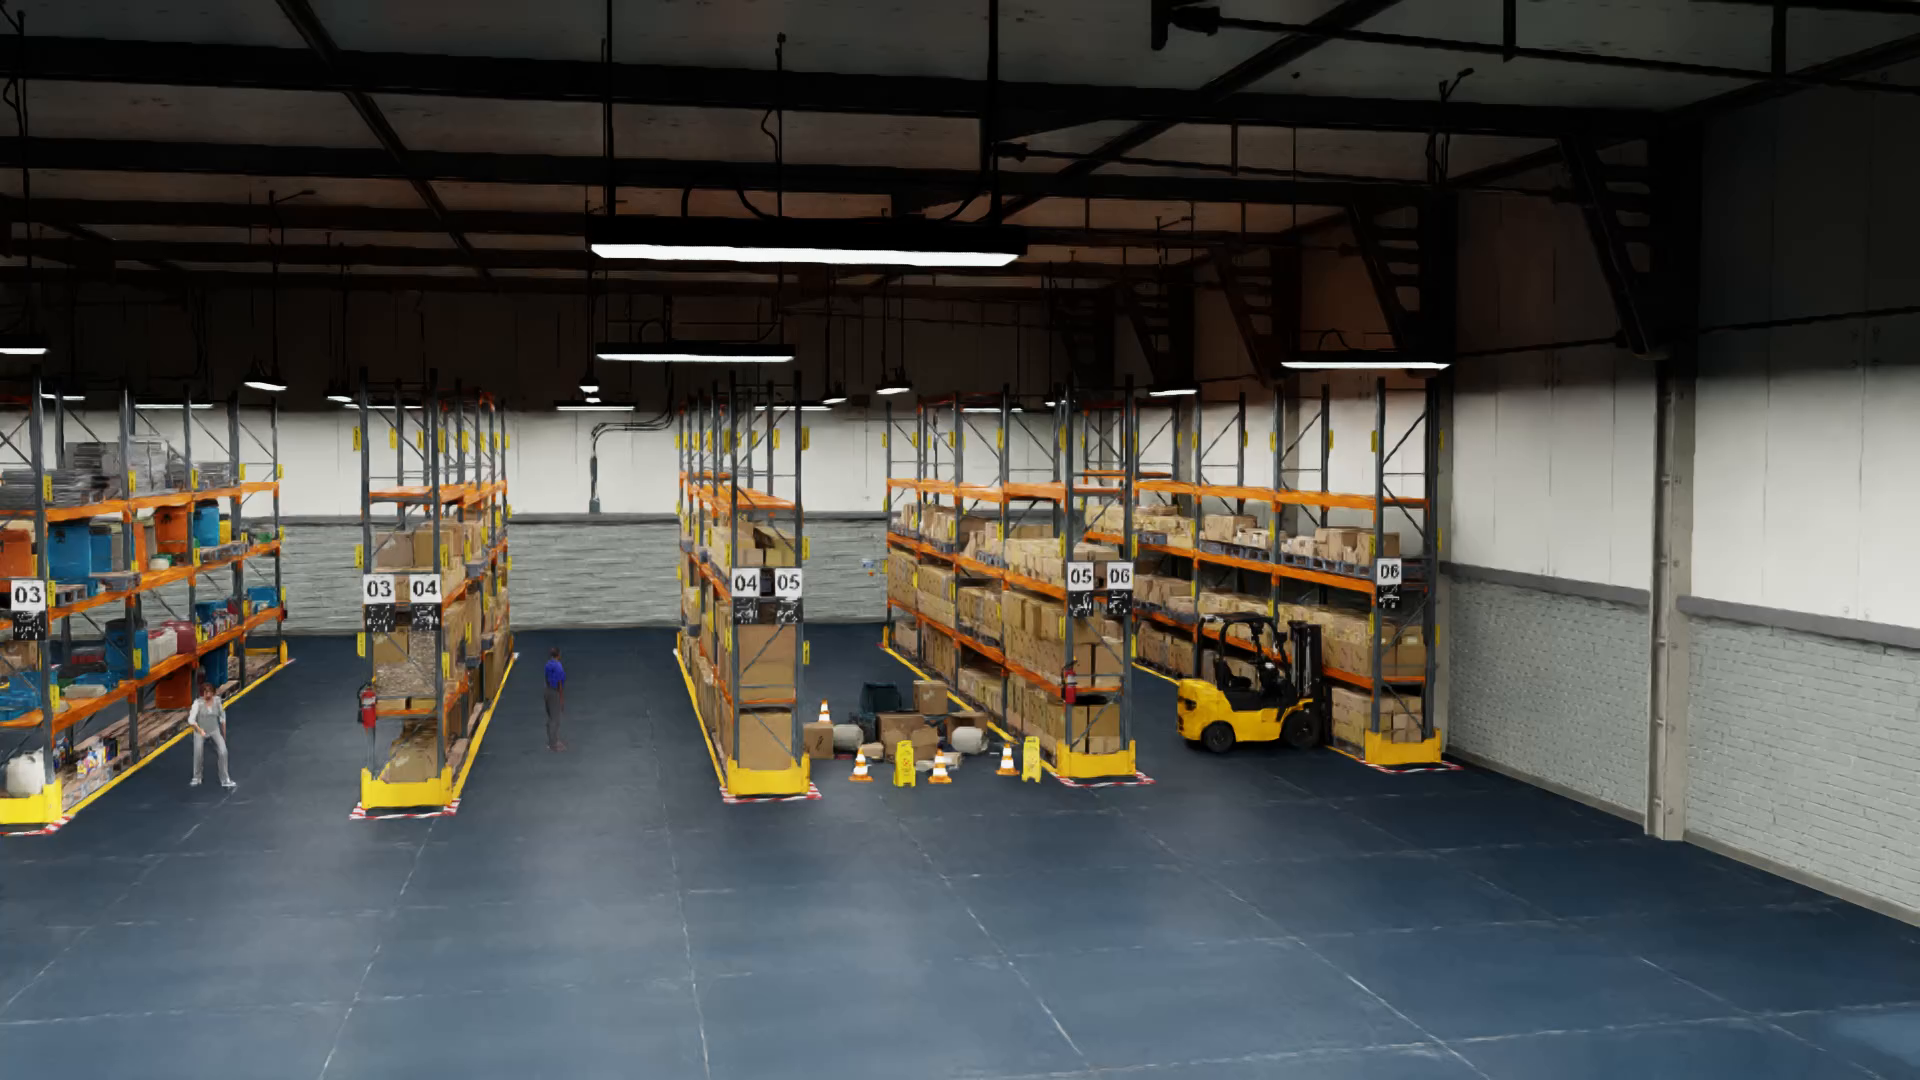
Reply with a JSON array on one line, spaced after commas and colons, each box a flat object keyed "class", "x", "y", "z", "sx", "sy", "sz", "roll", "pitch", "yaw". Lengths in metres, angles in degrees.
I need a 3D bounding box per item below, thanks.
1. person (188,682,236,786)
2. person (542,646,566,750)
[{"class": "person", "x": -10.852, "y": 2.801, "z": 24.028, "sx": 0.572, "sy": 1.524, "sz": 0.755, "roll": -2, "pitch": 4, "yaw": -33}, {"class": "person", "x": -6.554, "y": 2.550, "z": 27.033, "sx": 0.440, "sy": 1.666, "sz": 0.551, "roll": -3, "pitch": 4, "yaw": -39}]
